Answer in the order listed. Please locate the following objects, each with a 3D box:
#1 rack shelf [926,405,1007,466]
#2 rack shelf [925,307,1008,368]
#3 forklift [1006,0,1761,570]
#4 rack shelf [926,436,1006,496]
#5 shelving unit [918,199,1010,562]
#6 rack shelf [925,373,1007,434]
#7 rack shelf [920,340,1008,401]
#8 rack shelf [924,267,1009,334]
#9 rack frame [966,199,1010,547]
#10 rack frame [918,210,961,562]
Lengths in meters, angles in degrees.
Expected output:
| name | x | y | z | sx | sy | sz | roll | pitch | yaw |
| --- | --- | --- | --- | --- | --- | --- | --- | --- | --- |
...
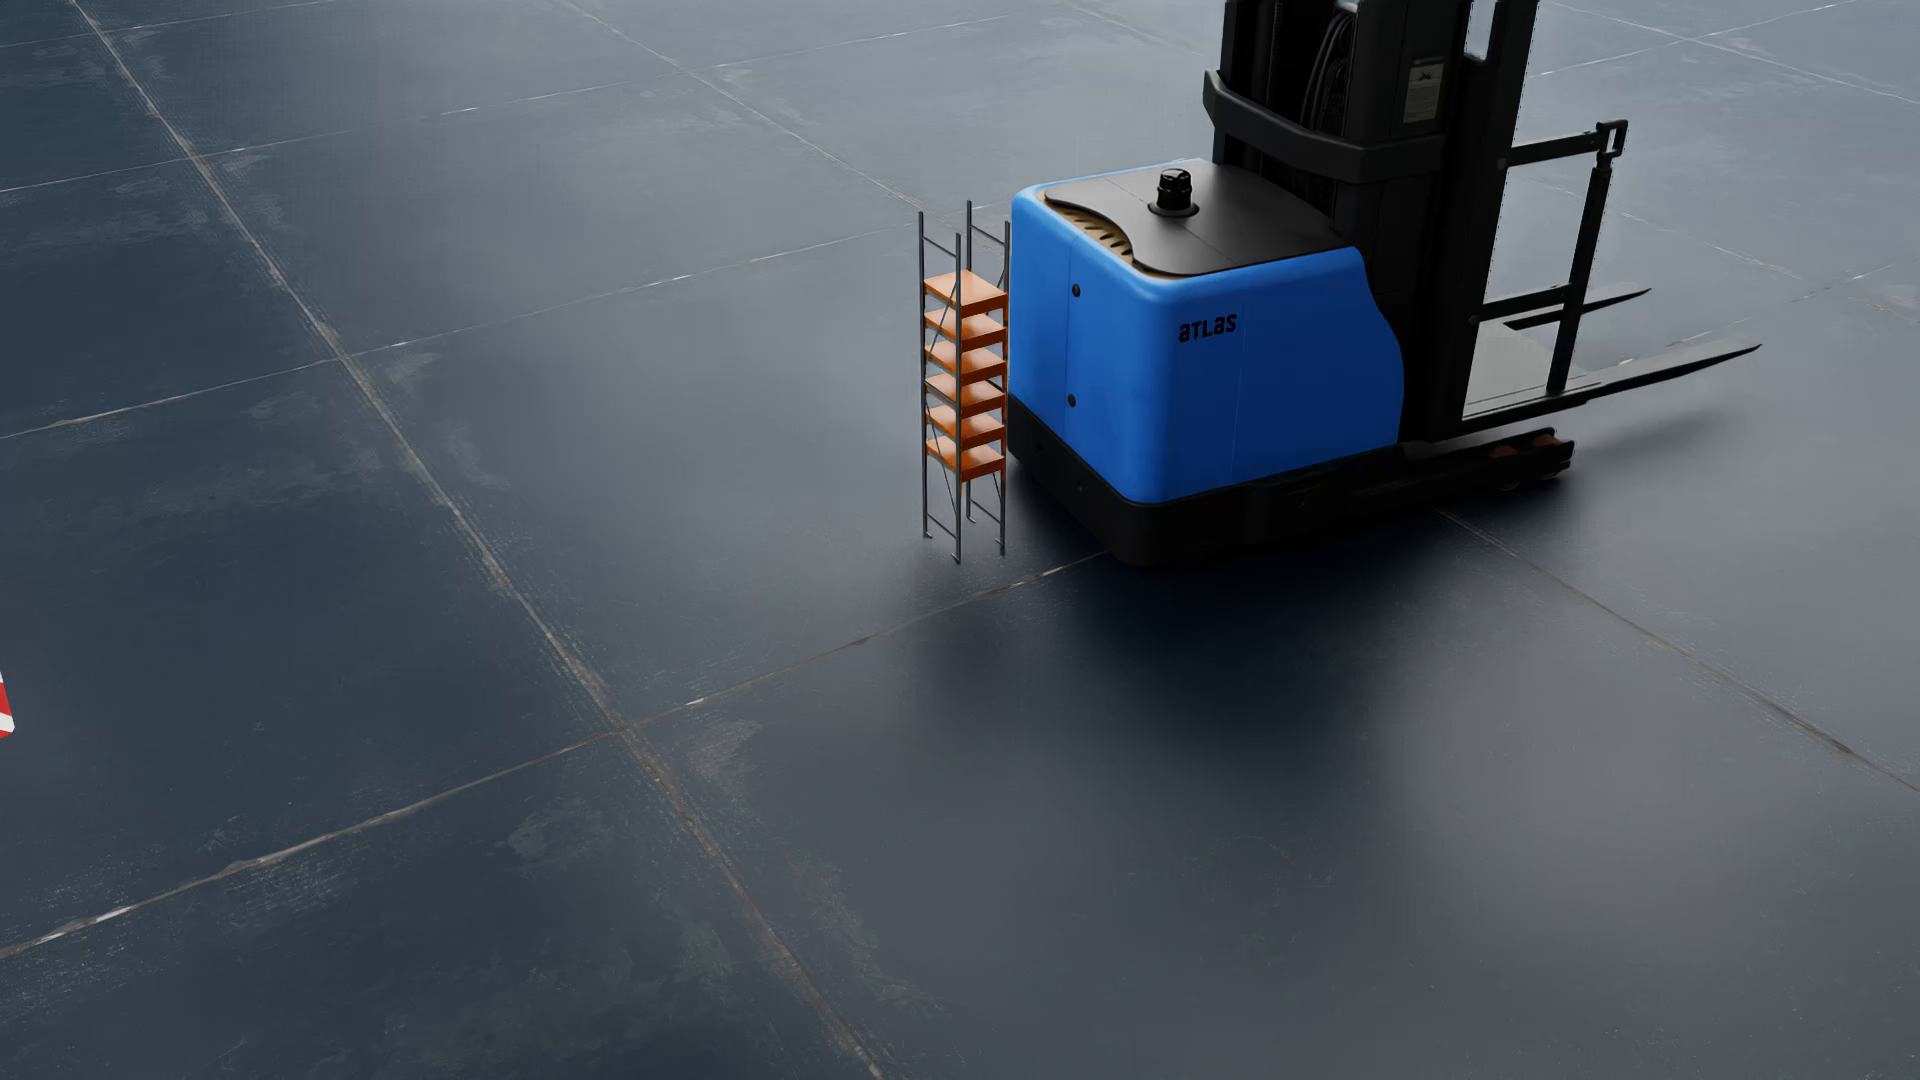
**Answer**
| name | x | y | z | sx | sy | sz | roll | pitch | yaw |
| --- | --- | --- | --- | --- | --- | --- | --- | --- | --- |
| rack shelf | 0.012 | -0.373 | 5.646 | 0.180 | 0.103 | 0.258 | -19 | 37 | -27 |
| rack shelf | 0.012 | -0.677 | 5.454 | 0.180 | 0.103 | 0.258 | -19 | 37 | -27 |
| forklift | 1.724 | -1.662 | 5.760 | 3.031 | 2.935 | 1.130 | -14 | 35 | -21 |
| rack shelf | 0.012 | -0.271 | 5.710 | 0.180 | 0.103 | 0.258 | -19 | 37 | -27 |
| shelving unit | 0.012 | -0.512 | 5.558 | 0.189 | 1.200 | 0.258 | -19 | 37 | -27 |
| rack shelf | 0.012 | -0.474 | 5.582 | 0.180 | 0.103 | 0.258 | -19 | 37 | -27 |
| rack shelf | 0.012 | -0.576 | 5.518 | 0.180 | 0.103 | 0.258 | -19 | 37 | -27 |
| rack shelf | 0.012 | -0.779 | 5.390 | 0.180 | 0.103 | 0.258 | -19 | 37 | -27 |
| rack frame | 0.089 | -0.538 | 5.600 | 0.006 | 1.200 | 0.240 | -19 | 37 | -27 |
| rack frame | -0.065 | -0.485 | 5.516 | 0.006 | 1.200 | 0.240 | -19 | 37 | -27 |
